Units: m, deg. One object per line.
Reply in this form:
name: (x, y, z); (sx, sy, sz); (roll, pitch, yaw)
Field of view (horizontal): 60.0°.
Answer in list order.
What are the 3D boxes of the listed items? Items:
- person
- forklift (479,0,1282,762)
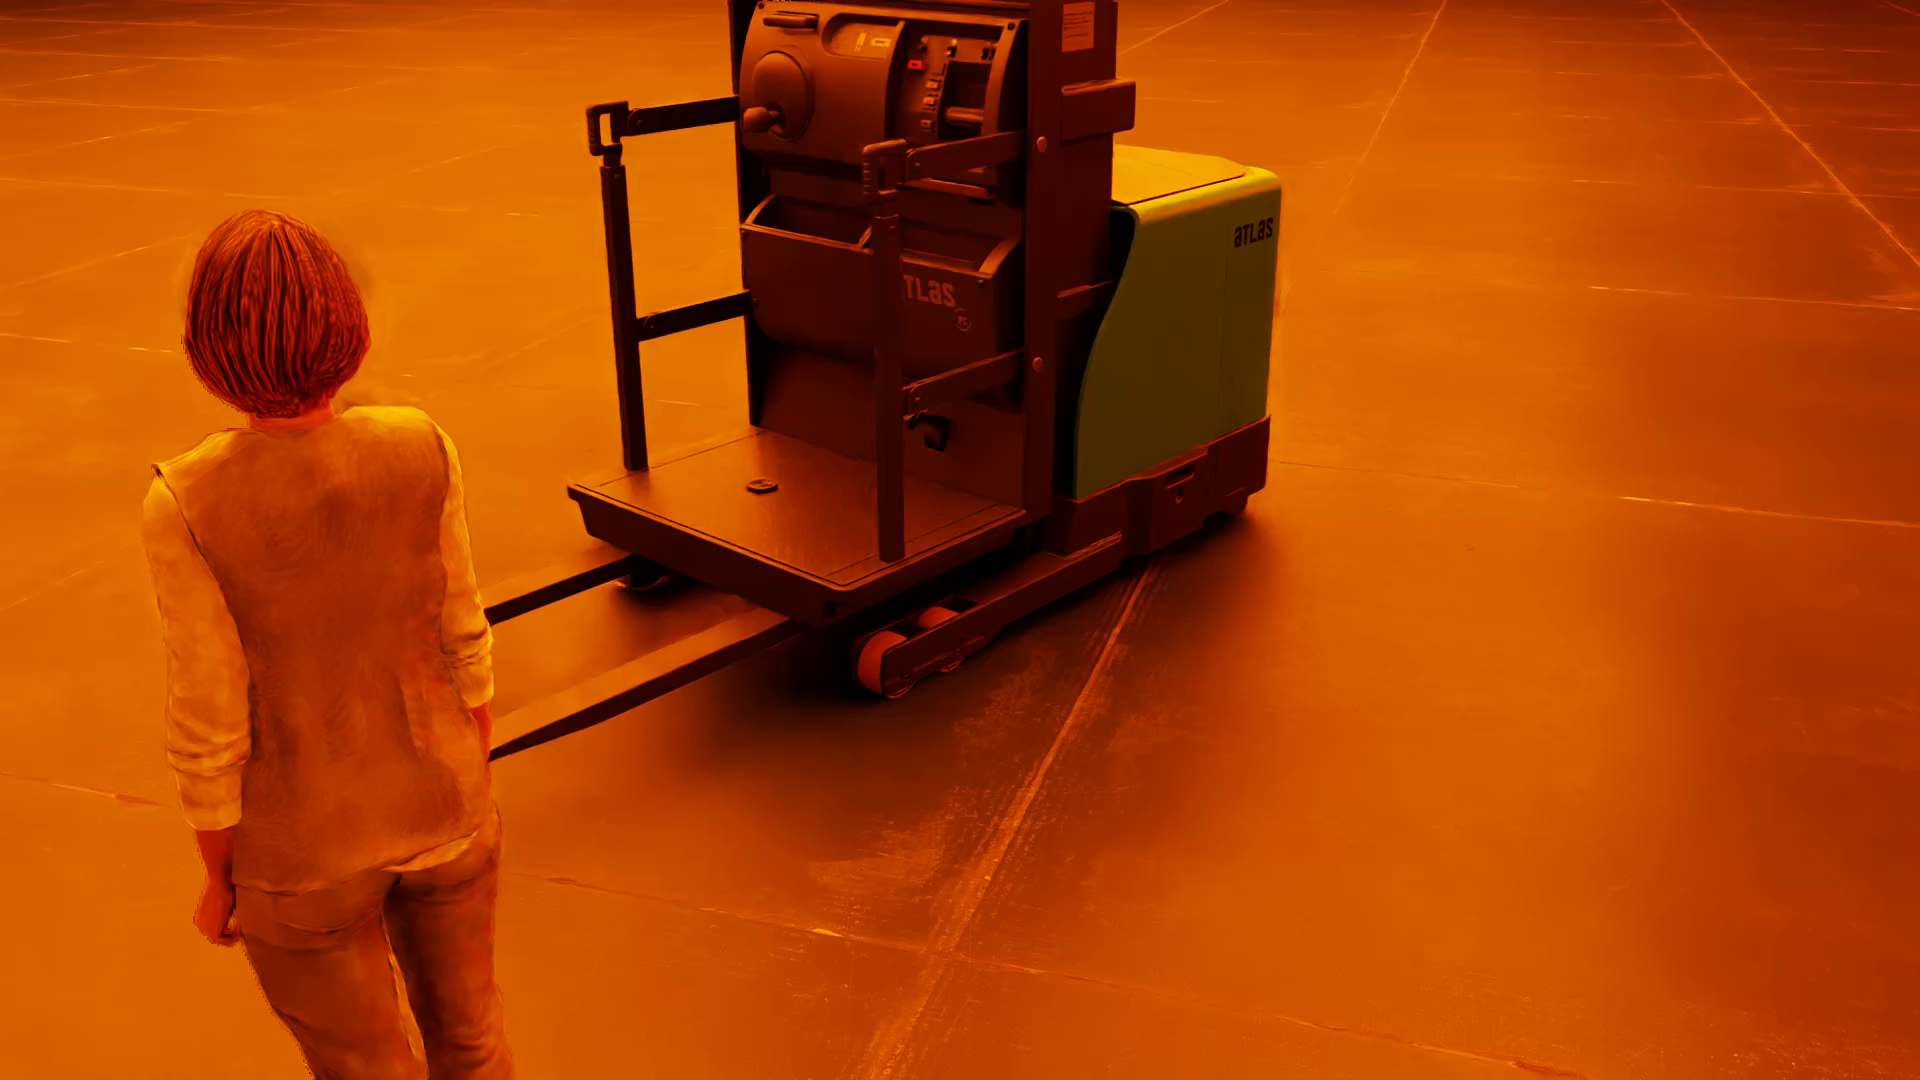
person: (-0.793, 0.375, 2.139); (0.406, 1.585, 0.421); (-19, 29, -38)
forklift: (-0.364, -1.176, 4.128); (1.130, 2.935, 3.031); (19, 29, 38)
